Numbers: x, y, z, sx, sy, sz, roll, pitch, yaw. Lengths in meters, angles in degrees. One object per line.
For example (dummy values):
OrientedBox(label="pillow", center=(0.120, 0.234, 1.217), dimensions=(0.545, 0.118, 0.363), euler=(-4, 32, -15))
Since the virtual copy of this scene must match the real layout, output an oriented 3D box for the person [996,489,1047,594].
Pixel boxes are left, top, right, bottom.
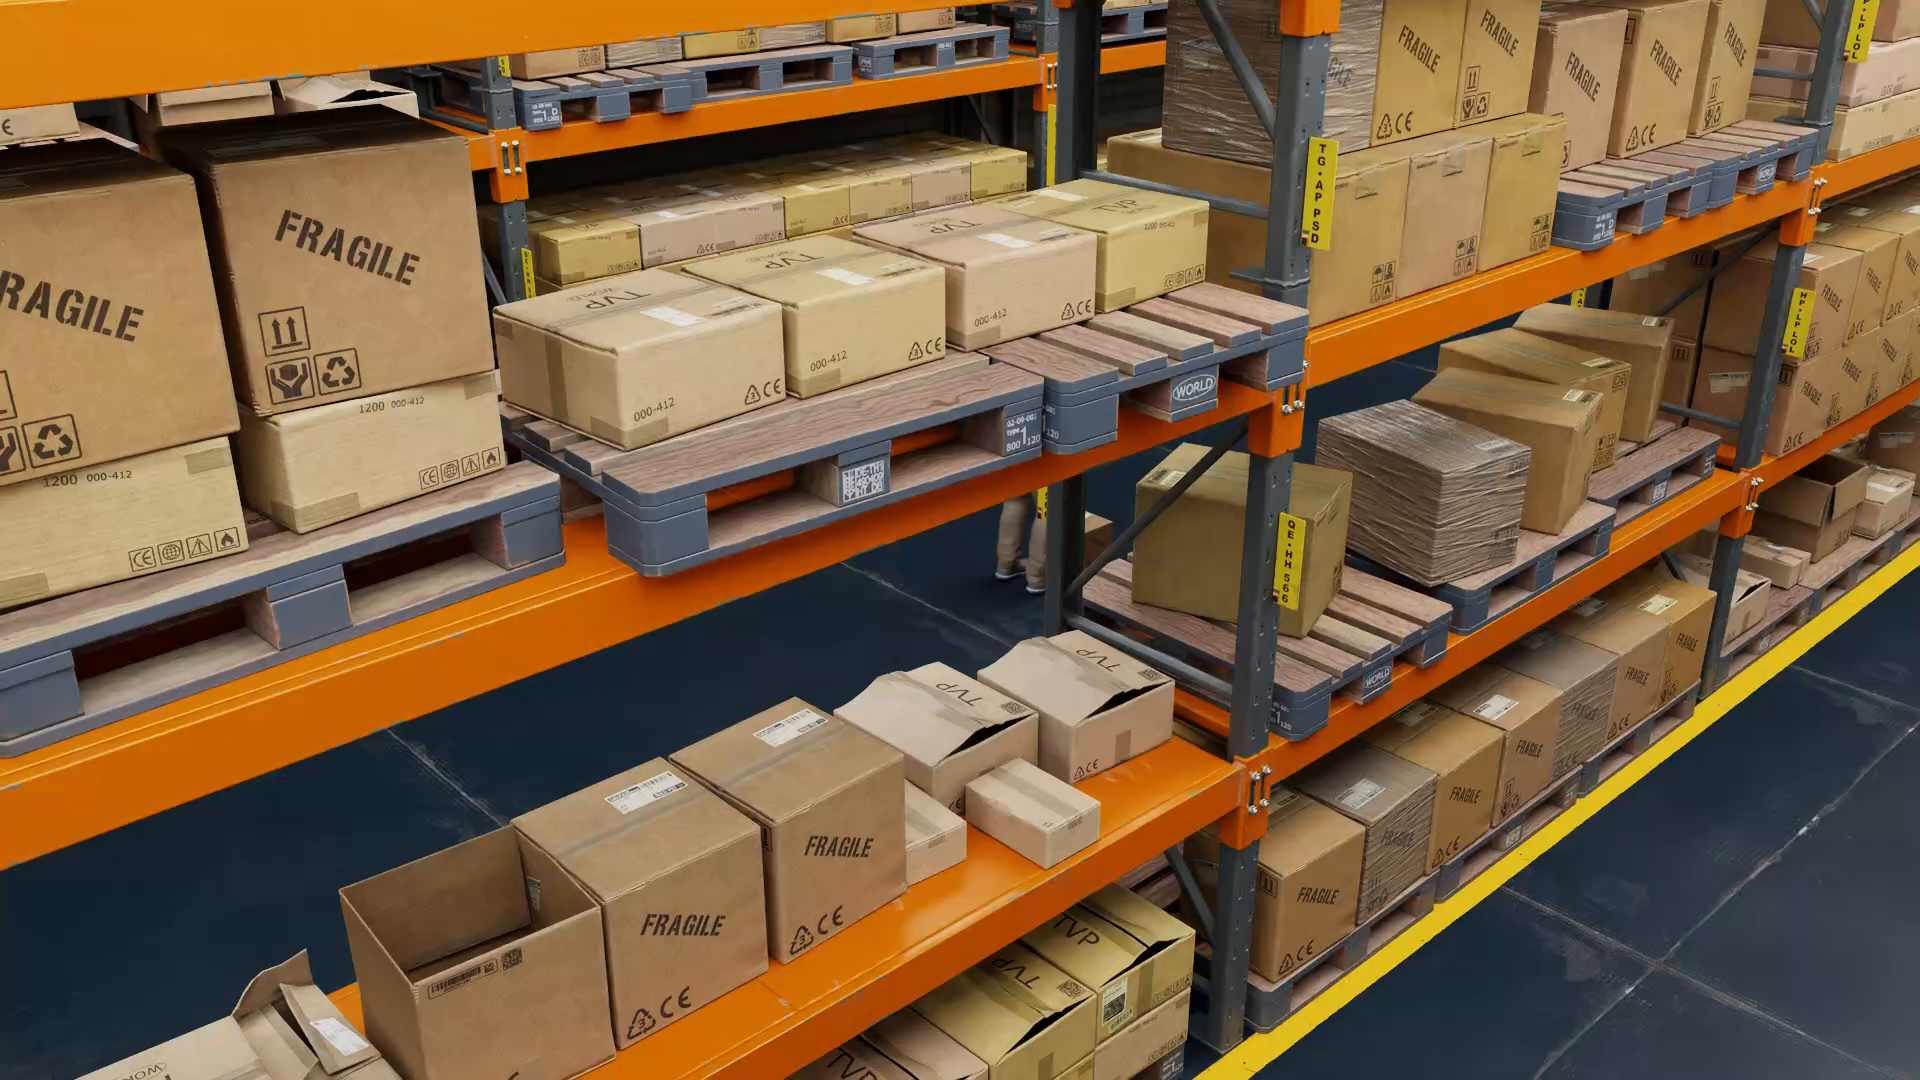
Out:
OrientedBox(label="person", center=(0.414, -0.539, 9.850), dimensions=(0.359, 1.718, 0.534), euler=(-20, 31, -38))
